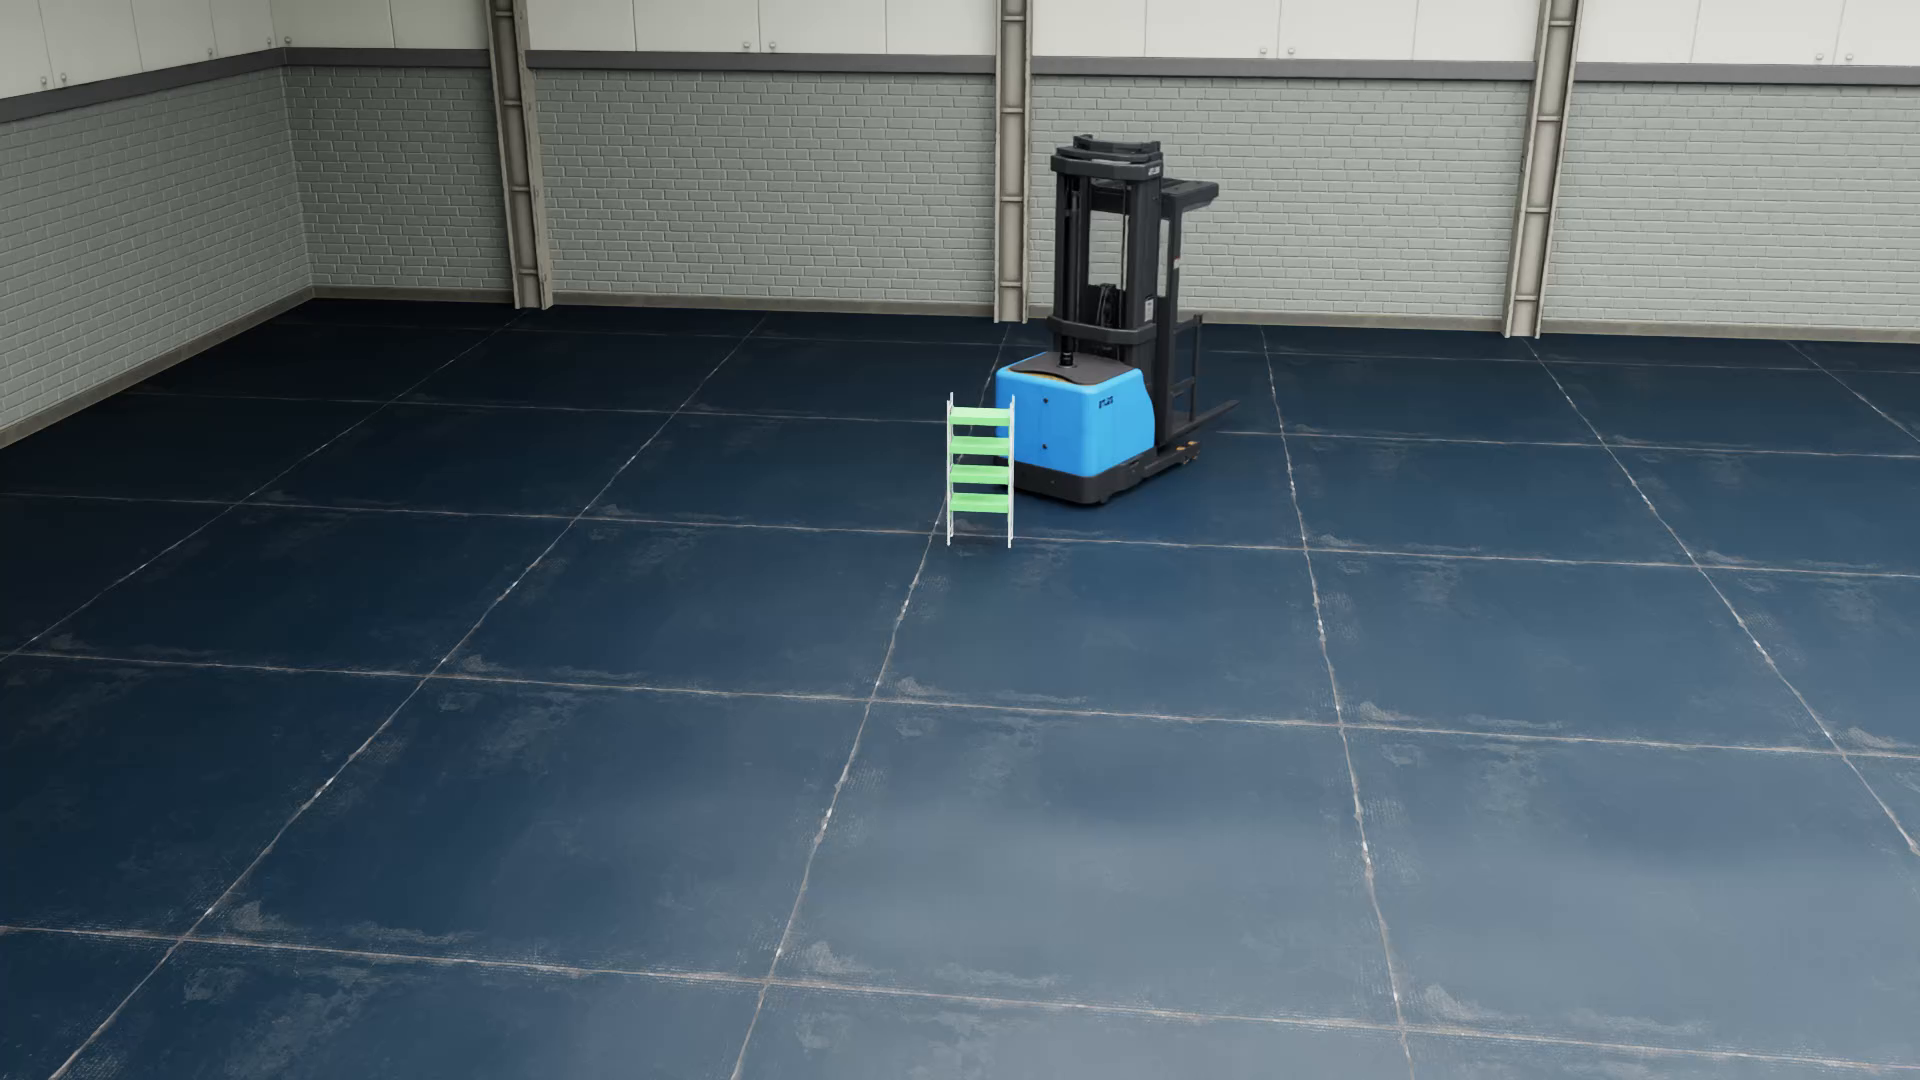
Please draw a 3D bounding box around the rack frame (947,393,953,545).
[{"bbox_3d":[-0.078,-0.561,13.228,0.015,1.200,0.240,2,22,6],"label":"rack frame"}]

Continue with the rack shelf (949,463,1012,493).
[{"bbox_3d":[0.164,-0.491,13.225,0.480,0.148,0.258,2,22,6],"label":"rack shelf"}]

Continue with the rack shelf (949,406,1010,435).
[{"bbox_3d":[0.164,-0.938,13.048,0.480,0.148,0.258,2,22,6],"label":"rack shelf"}]

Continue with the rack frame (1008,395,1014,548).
[{"bbox_3d":[0.407,-0.540,13.174,0.015,1.200,0.240,2,22,6],"label":"rack frame"}]

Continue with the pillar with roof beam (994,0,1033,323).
[{"bbox_3d":[0.115,-5.288,14.575,0.400,9.000,9.100,2,22,6],"label":"pillar with roof beam"}]

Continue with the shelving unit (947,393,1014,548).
[{"bbox_3d":[0.164,-0.551,13.201,0.503,1.200,0.258,2,22,6],"label":"shelving unit"}]

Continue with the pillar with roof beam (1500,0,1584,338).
[{"bbox_3d":[6.073,-5.028,13.919,0.400,9.000,9.100,2,22,6],"label":"pillar with roof beam"}]

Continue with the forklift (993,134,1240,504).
[{"bbox_3d":[1.573,-2.146,14.881,1.130,2.935,3.031,15,26,34],"label":"forklift"}]

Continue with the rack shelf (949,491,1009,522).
[{"bbox_3d":[0.164,-0.268,13.313,0.480,0.148,0.258,2,22,6],"label":"rack shelf"}]

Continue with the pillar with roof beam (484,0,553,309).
[{"bbox_3d":[-5.843,-5.547,15.232,0.400,9.000,9.100,2,22,6],"label":"pillar with roof beam"}]

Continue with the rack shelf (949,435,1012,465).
[{"bbox_3d":[0.164,-0.715,13.136,0.480,0.148,0.258,2,22,6],"label":"rack shelf"}]
